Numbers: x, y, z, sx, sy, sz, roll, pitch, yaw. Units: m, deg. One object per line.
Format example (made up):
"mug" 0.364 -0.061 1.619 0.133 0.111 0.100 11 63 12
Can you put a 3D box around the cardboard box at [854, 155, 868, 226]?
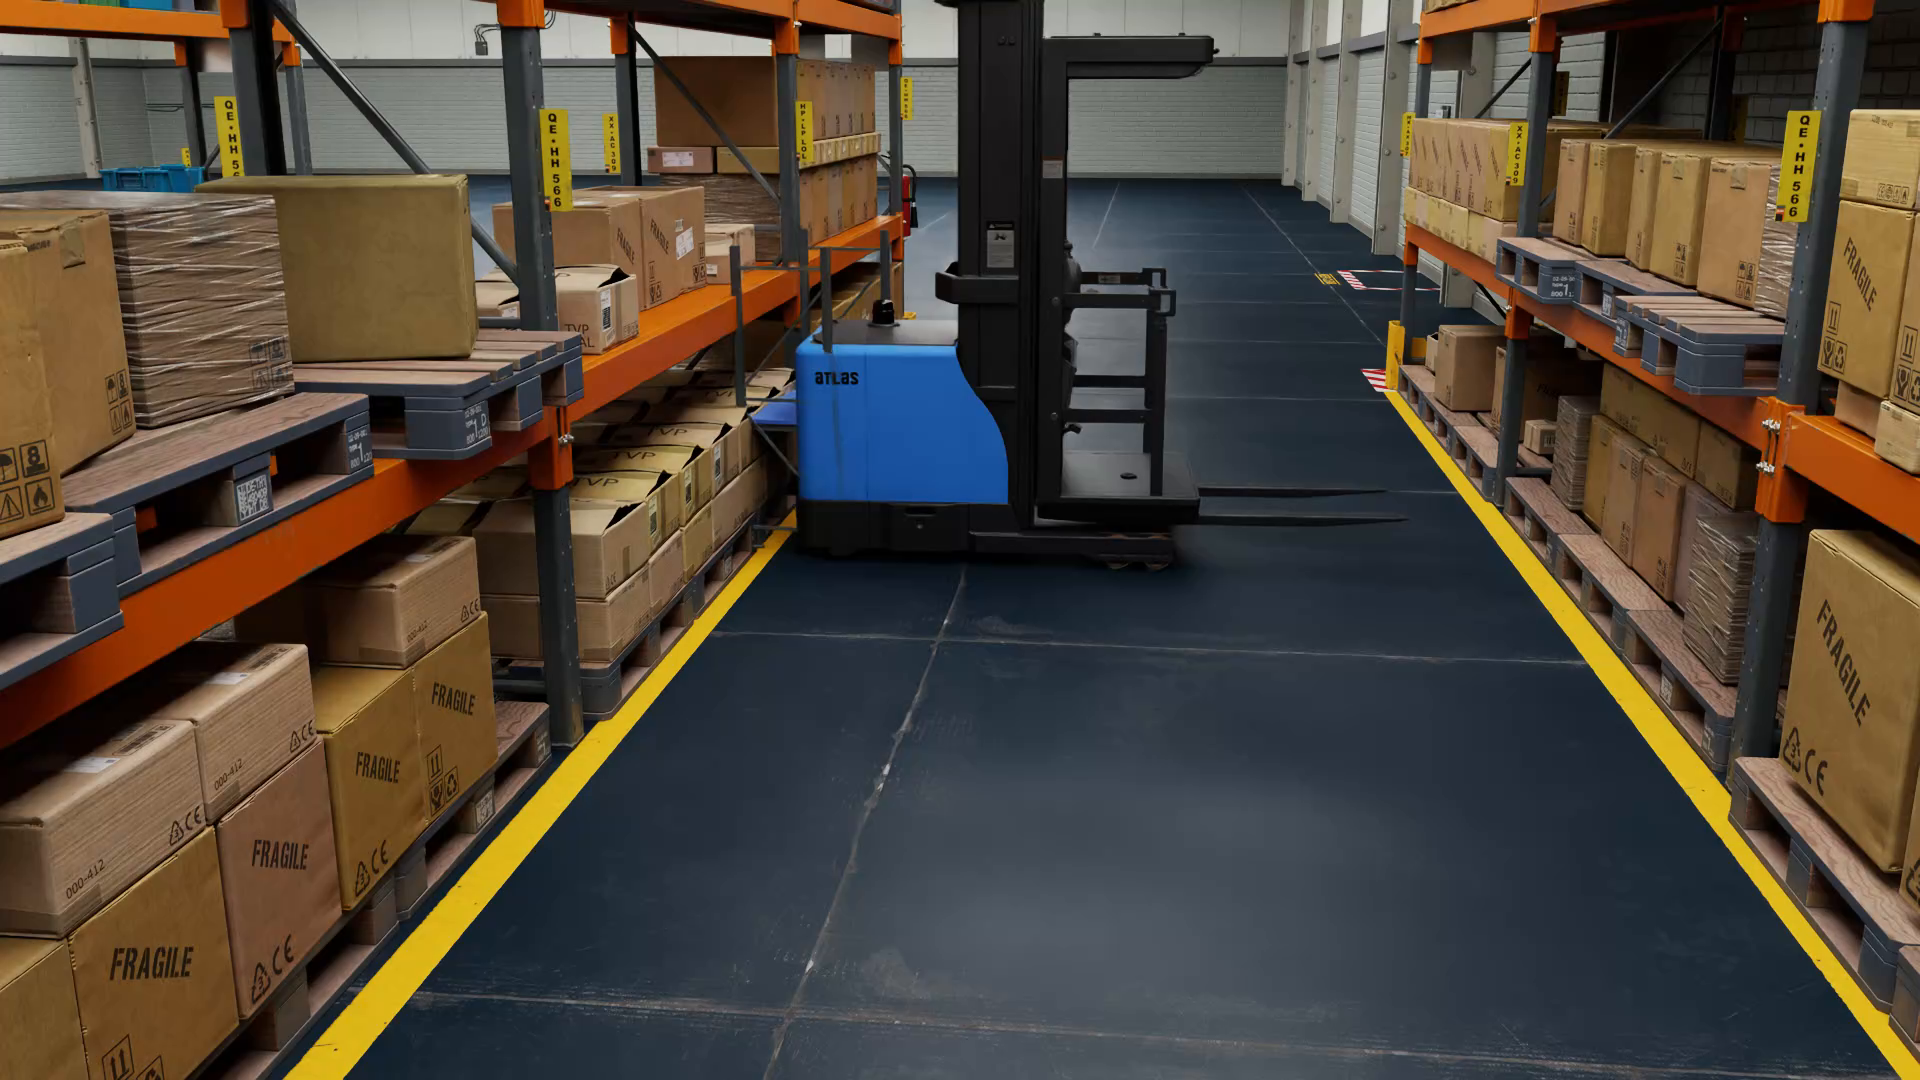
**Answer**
"cardboard box" -1.079 -2.598 12.332 0.700 0.500 0.500 2 15 8

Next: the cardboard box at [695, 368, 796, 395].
"cardboard box" -1.171 -0.802 9.271 0.500 0.311 0.500 2 15 6

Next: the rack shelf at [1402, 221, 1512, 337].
"rack shelf" 3.738 -1.796 10.936 1.077 0.370 4.000 2 15 6

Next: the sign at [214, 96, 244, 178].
"sign" -2.414 -1.306 5.529 0.100 0.325 0.005 2 15 6

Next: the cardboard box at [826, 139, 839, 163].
"cardboard box" -1.017 -2.597 11.084 0.380 0.149 0.250 2 15 6

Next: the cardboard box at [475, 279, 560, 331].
"cardboard box" -1.777 -0.782 5.978 0.500 0.311 0.500 3 15 10

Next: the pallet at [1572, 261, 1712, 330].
"pallet" 3.243 -1.009 7.015 1.003 0.211 1.213 2 15 6

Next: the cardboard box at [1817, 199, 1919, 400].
"cardboard box" 2.752 -0.670 4.594 0.500 0.500 0.500 2 15 8

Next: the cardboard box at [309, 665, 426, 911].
"cardboard box" -1.793 0.646 4.473 0.500 0.500 0.500 1 15 4

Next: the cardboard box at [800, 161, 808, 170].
"cardboard box" -1.132 -2.327 10.087 0.380 0.149 0.250 1 15 5

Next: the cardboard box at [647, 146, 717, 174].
"cardboard box" -1.593 -2.208 9.646 0.380 0.149 0.250 2 15 6

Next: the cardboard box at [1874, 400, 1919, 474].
"cardboard box" 2.642 -0.265 4.340 0.380 0.149 0.250 2 15 8

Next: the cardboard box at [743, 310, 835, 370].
"cardboard box" -1.047 -1.118 10.076 0.500 0.500 0.500 2 15 6

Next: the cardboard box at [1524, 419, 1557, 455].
"cardboard box" 3.543 -0.609 9.752 0.380 0.166 0.250 0 15 -1

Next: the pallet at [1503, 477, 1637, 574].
"pallet" 3.426 -0.076 8.540 1.003 0.211 1.213 2 15 6

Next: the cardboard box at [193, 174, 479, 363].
"cardboard box" -1.821 -0.816 4.939 0.700 0.500 0.500 -3 16 -13

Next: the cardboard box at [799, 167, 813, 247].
"cardboard box" -1.314 -2.070 10.379 0.700 0.500 0.500 2 15 6

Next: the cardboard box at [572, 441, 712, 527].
"cardboard box" -1.400 -0.274 7.318 0.500 0.311 0.500 1 15 5

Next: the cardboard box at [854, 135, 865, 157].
"cardboard box" -0.900 -2.864 12.074 0.380 0.149 0.250 2 15 7

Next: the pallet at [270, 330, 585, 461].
"pallet" -1.869 -0.462 4.990 1.213 0.211 1.003 2 15 6

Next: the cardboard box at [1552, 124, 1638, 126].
"cardboard box" 3.896 -2.303 10.244 0.500 0.500 0.500 2 15 8

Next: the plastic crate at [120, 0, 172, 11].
"plastic crate" -5.796 -3.891 11.588 0.392 0.384 0.575 2 15 6

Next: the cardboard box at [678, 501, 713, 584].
"cardboard box" -1.402 0.000 7.379 0.500 0.250 0.500 1 15 5

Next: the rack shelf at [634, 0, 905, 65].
"rack shelf" -1.185 -3.389 11.080 1.077 0.370 4.000 2 15 6

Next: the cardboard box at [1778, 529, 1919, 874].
"cardboard box" 2.847 0.435 4.621 0.750 0.750 0.750 1 15 6

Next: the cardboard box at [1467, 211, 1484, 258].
"cardboard box" 3.329 -1.823 9.905 0.500 0.250 0.500 2 15 7

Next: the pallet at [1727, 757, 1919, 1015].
"pallet" 2.897 0.961 4.703 1.003 0.211 1.213 2 15 6

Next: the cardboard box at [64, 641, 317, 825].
"cardboard box" -1.848 0.430 3.835 0.500 0.250 0.500 1 15 5

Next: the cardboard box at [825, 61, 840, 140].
"cardboard box" -1.197 -2.950 11.147 0.700 0.500 0.500 2 15 6

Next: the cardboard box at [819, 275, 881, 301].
"cardboard box" -0.822 -1.637 11.995 0.500 0.500 0.500 2 15 6

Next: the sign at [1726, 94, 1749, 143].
"sign" 4.064 -2.168 8.715 0.100 0.325 0.005 2 15 6

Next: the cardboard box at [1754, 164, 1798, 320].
"cardboard box" 3.104 -0.970 5.468 0.700 0.500 0.500 0 15 0

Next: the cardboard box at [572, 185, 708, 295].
"cardboard box" -1.573 -1.482 8.206 0.500 0.500 0.500 3 15 10

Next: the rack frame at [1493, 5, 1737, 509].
"rack frame" 3.512 -1.625 8.923 1.000 3.000 0.127 2 15 6

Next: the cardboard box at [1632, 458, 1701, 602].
"cardboard box" 3.292 -0.041 7.013 0.700 0.500 0.500 2 15 6

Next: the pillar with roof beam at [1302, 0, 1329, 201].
"pillar with roof beam" 3.174 -11.702 34.700 9.100 9.000 0.400 2 15 6

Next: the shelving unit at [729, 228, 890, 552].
"shelving unit" -0.737 -0.809 8.617 0.538 1.500 1.048 3 16 13

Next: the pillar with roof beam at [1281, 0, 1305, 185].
"pillar with roof beam" 3.852 -13.259 40.455 9.100 9.000 0.400 2 15 6

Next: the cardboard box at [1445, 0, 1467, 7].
"cardboard box" 3.527 -3.815 11.050 0.500 0.500 0.500 2 15 9

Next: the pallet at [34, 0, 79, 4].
"pallet" -6.347 -3.463 10.338 1.213 0.211 1.003 2 15 6

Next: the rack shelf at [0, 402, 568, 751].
"rack shelf" -2.088 0.134 3.798 1.077 0.370 4.000 2 15 6

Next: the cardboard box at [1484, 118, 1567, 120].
"cardboard box" 4.121 -2.833 12.204 0.500 0.500 0.500 2 15 6

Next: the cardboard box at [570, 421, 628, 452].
"cardboard box" -1.877 -0.417 7.846 0.500 0.311 0.500 2 15 8

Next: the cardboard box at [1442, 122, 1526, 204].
"cardboard box" 3.434 -2.450 10.790 0.500 0.500 0.500 2 15 8

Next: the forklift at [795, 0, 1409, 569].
"forklift" 0.723 -1.417 8.288 3.031 2.935 1.130 1 15 4

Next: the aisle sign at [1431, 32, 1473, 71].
"aisle sign" 3.673 -3.944 12.522 0.394 0.787 0.004 2 15 6

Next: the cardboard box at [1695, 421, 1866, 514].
"cardboard box" 3.217 -0.289 6.494 0.500 0.250 0.500 2 15 7

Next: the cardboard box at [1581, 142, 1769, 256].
"cardboard box" 3.350 -1.609 7.833 0.700 0.500 0.500 3 15 12

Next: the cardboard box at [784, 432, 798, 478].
"cardboard box" -1.169 -0.529 9.334 0.500 0.250 0.500 2 15 6

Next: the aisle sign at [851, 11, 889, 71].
"aisle sign" -0.660 -4.070 12.988 0.394 0.787 0.004 2 15 6

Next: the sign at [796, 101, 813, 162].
"sign" -0.870 -2.277 9.269 0.100 0.325 0.005 2 15 6

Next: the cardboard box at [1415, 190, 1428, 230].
"cardboard box" 3.548 -2.347 11.844 0.500 0.250 0.500 1 15 5

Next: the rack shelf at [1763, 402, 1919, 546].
"rack shelf" 2.835 0.279 3.262 1.077 0.370 4.000 2 15 6

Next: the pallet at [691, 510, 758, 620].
"pallet" -1.590 0.086 7.939 1.003 0.211 1.213 2 15 6
